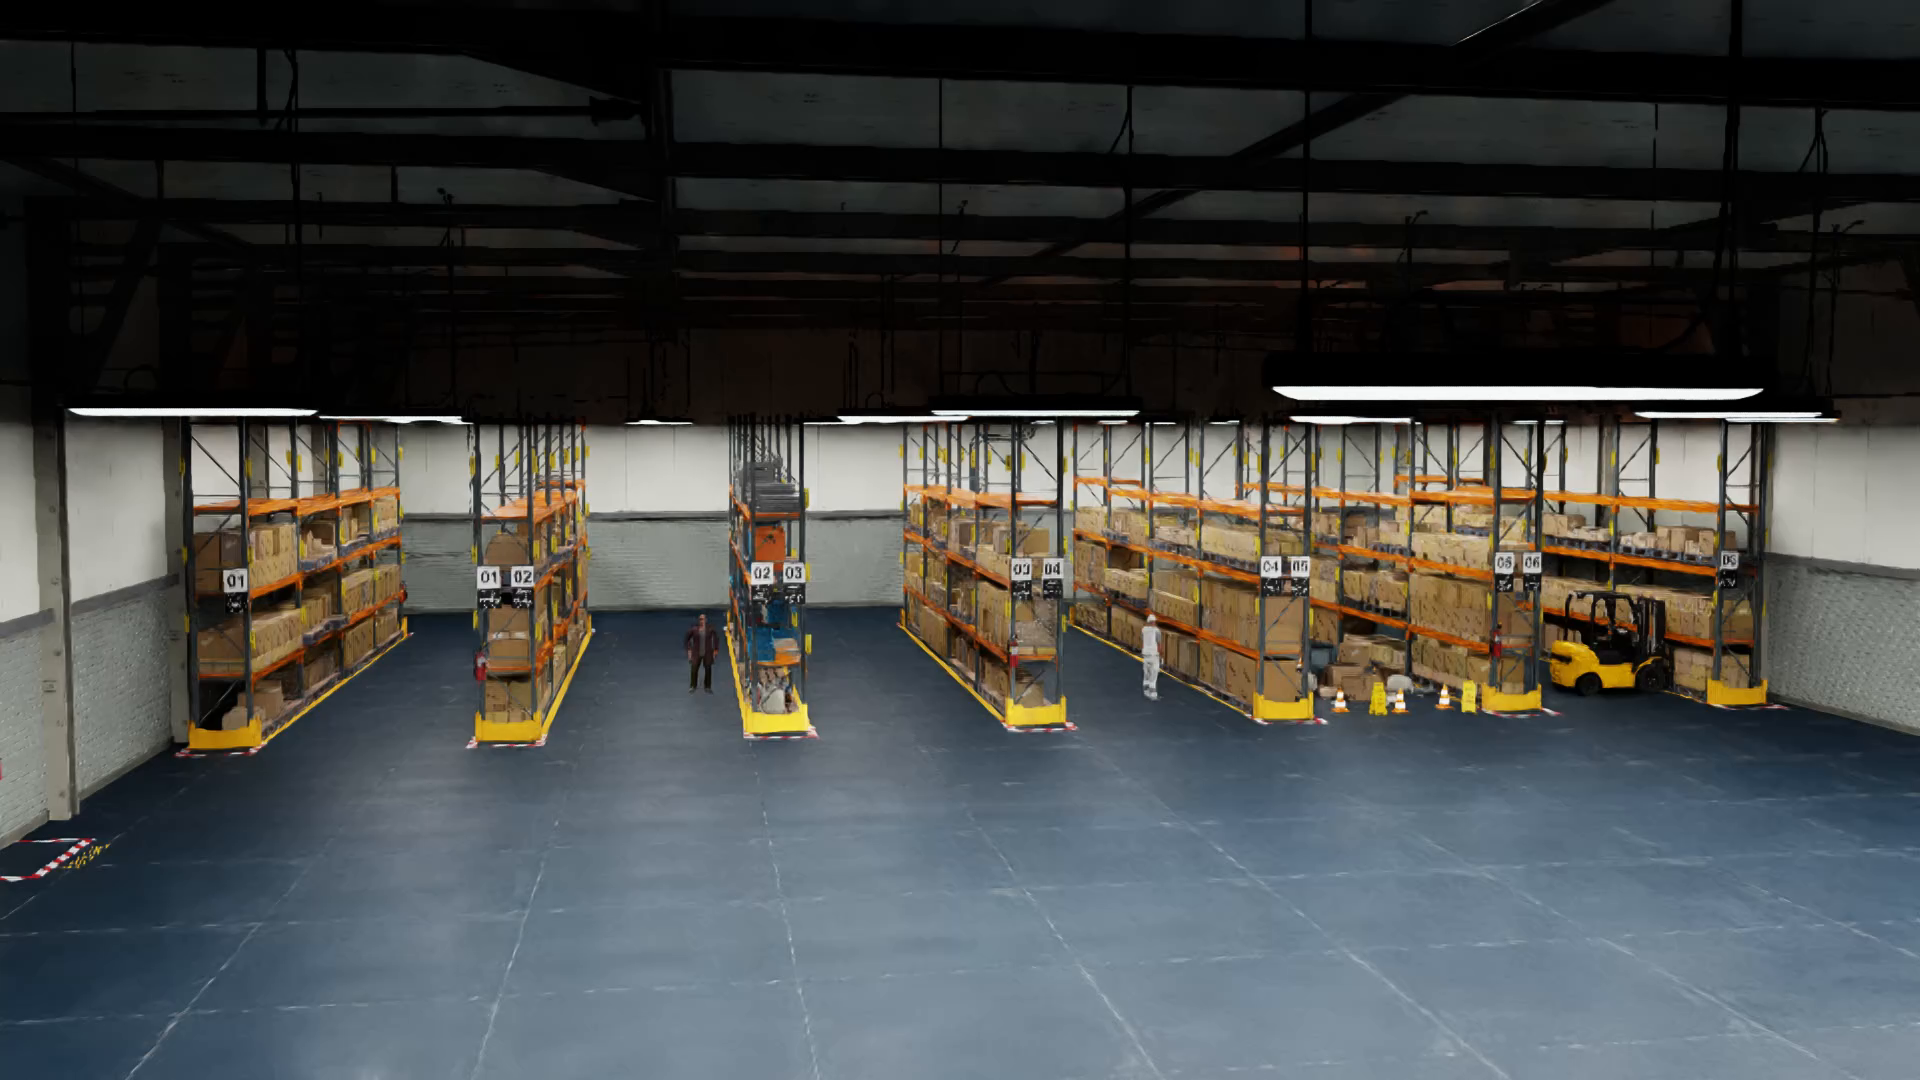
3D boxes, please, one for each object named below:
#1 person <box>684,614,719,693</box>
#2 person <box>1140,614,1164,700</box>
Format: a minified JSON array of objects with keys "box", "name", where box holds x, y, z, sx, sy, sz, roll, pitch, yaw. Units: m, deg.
[{"box":[-5.559,2.420,35.779,0.729,1.715,0.534,-1,4,-10],"name":"person"},{"box":[4.059,2.435,34.946,0.442,1.792,0.606,-3,5,-40],"name":"person"}]
